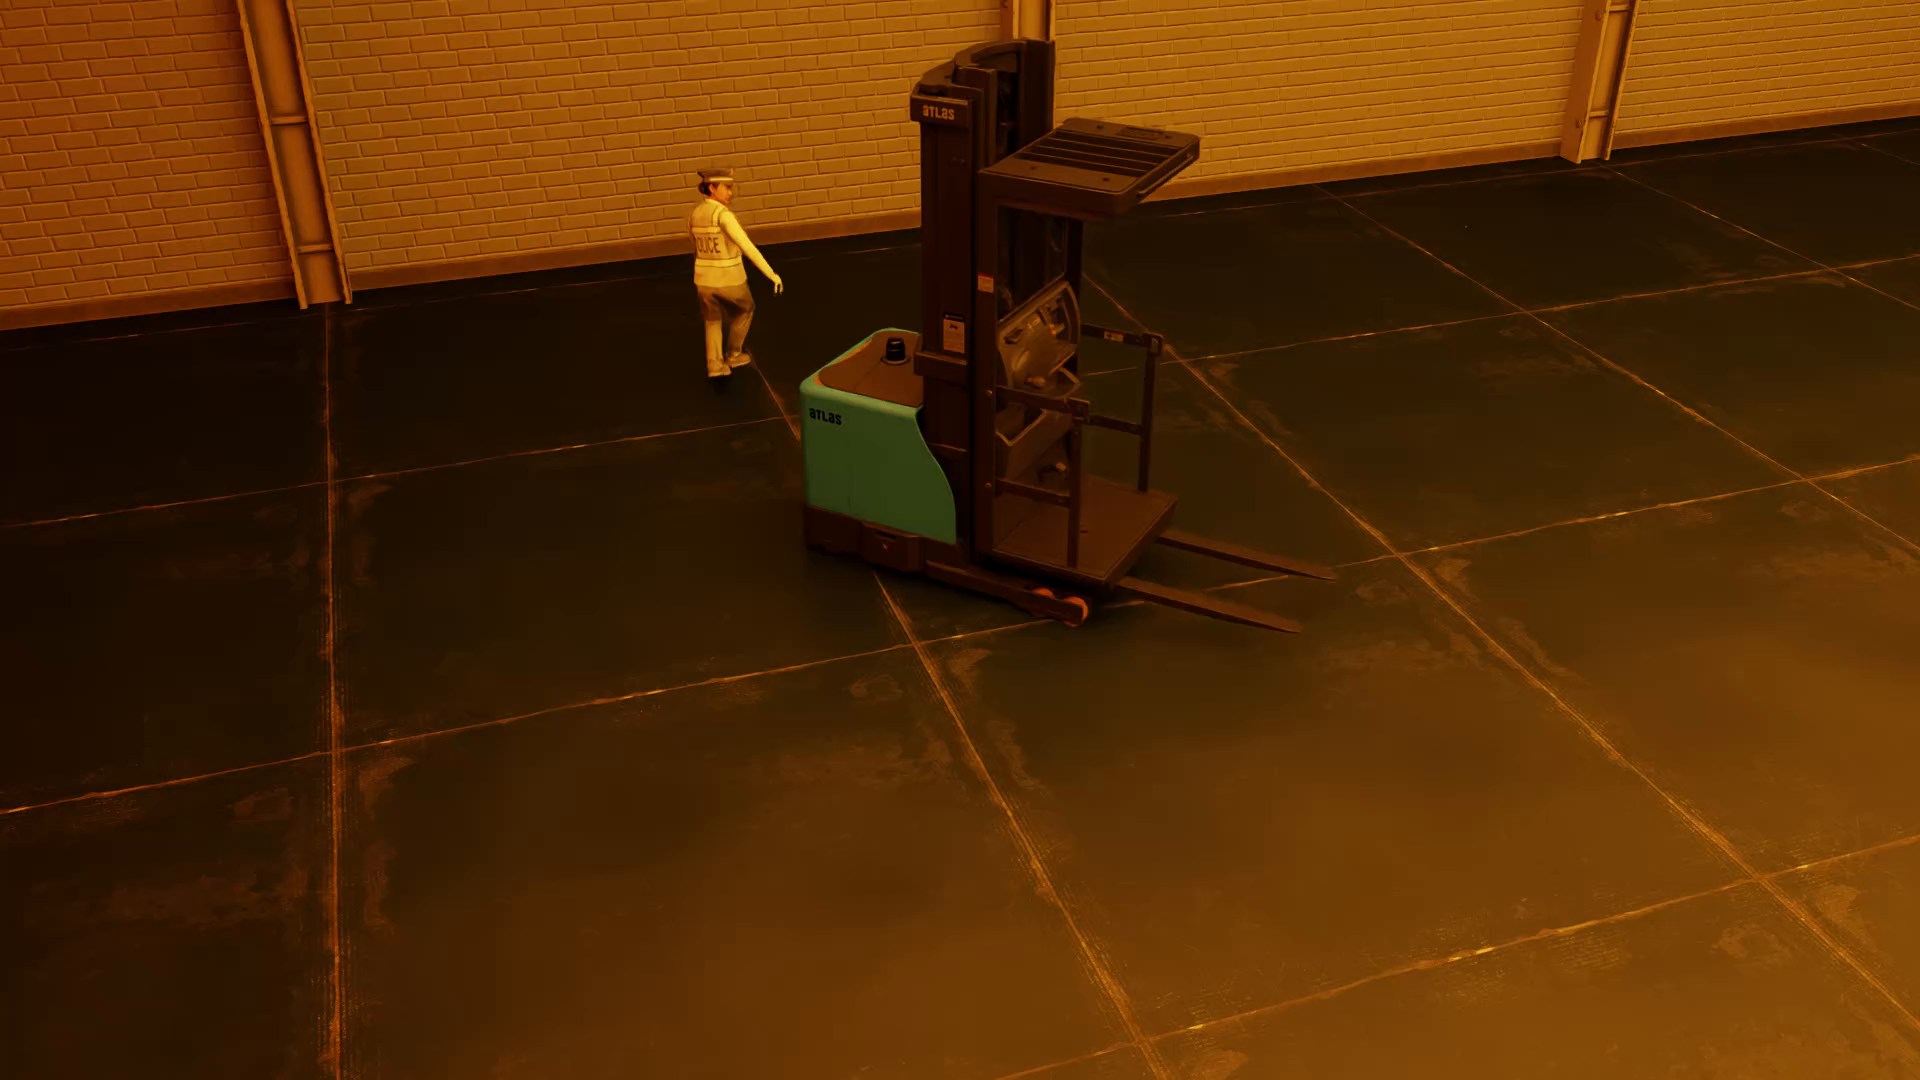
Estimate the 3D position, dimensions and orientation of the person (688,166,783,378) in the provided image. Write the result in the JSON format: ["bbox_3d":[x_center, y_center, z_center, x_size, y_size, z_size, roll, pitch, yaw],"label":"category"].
[{"bbox_3d":[-1.571,-1.879,11.754,0.814,1.552,0.802,12,32,20],"label":"person"}]

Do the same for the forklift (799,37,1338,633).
[{"bbox_3d":[0.614,-1.094,8.989,3.031,2.935,1.130,15,33,24],"label":"forklift"}]
